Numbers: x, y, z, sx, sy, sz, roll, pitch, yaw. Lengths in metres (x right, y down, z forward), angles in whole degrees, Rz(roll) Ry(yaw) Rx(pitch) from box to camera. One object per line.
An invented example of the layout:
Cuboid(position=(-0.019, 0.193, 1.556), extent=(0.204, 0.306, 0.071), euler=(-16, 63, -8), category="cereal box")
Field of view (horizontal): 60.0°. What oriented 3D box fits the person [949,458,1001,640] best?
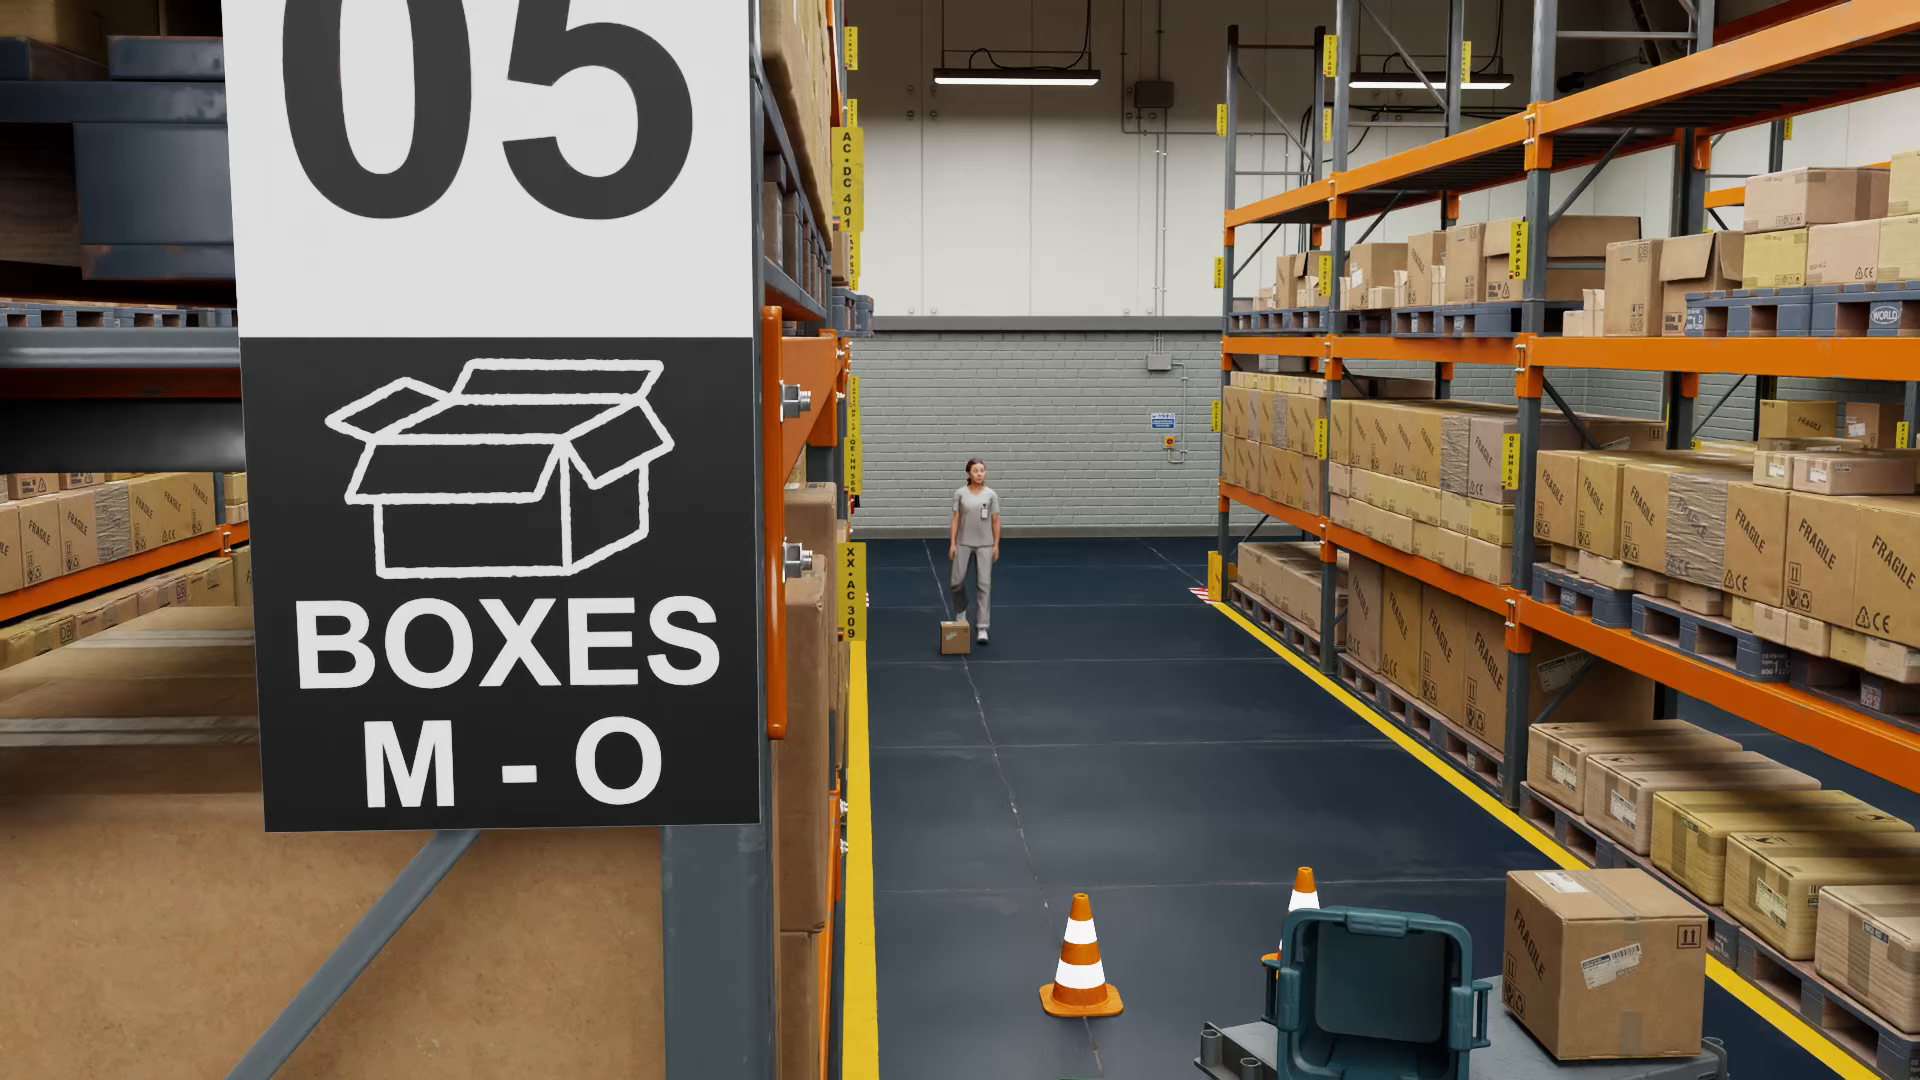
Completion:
Cuboid(position=(0.137, 0.072, 15.479), extent=(0.485, 1.662, 0.639), euler=(0, 7, -1), category="person")
